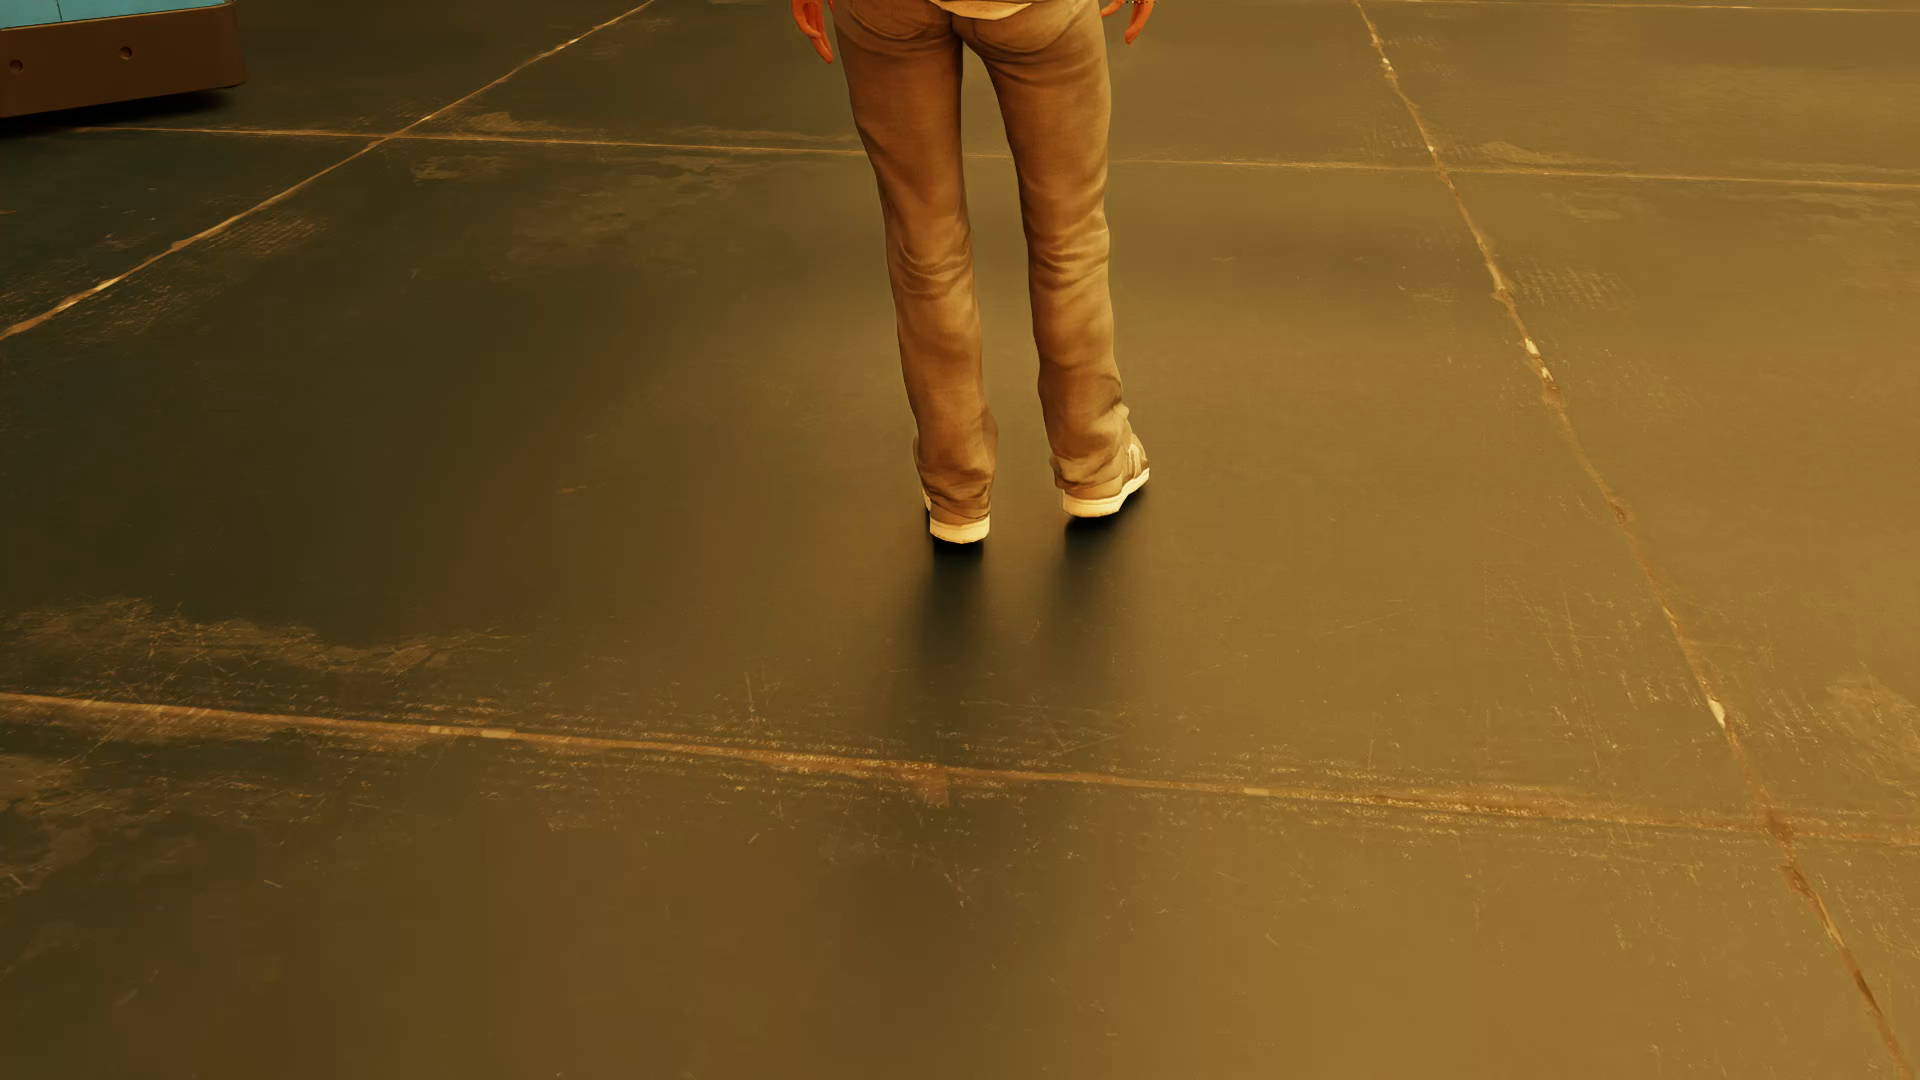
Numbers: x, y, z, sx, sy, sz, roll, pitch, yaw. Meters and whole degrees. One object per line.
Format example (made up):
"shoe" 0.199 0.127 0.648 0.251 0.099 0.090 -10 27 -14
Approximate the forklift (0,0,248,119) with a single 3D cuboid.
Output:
"forklift" -3.615 -3.012 5.255 1.130 2.935 3.031 -23 34 -38

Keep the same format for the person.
"person" 0.024 -0.754 2.205 0.520 1.599 0.473 3 27 7
